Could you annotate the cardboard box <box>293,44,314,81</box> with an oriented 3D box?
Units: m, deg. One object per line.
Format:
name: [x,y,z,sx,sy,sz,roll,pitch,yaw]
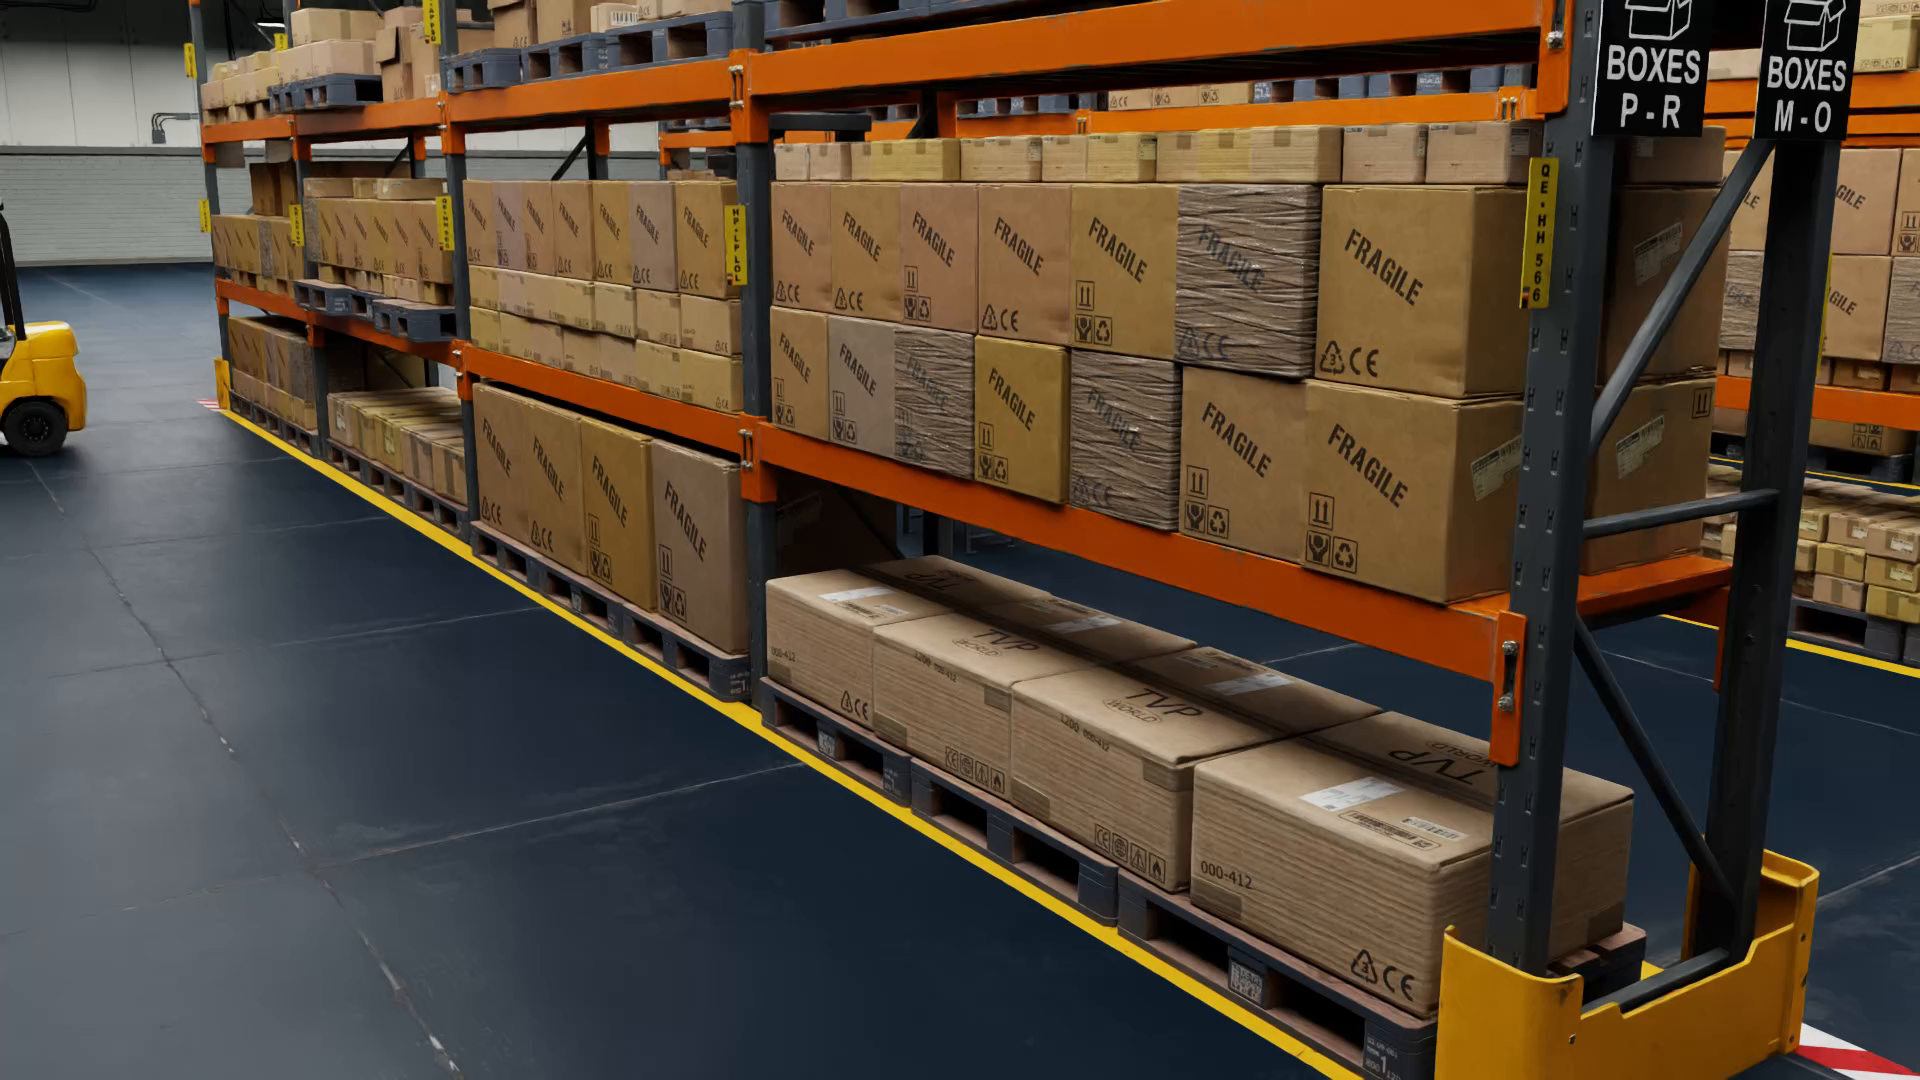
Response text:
cardboard box: [-4.643,-3.543,12.389,0.500,0.250,0.500,-8,15,-34]

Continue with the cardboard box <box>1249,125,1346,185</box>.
cardboard box: [0.995,-1.026,4.438,0.380,0.149,0.250,-8,15,-33]

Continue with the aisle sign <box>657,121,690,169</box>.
aisle sign: [-3.355,-4.750,19.475,0.394,0.787,0.004,-8,15,-33]

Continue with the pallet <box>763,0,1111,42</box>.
pallet: [-0.038,-2.040,6.354,1.003,0.211,1.213,-8,15,-33]

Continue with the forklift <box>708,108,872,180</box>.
forklift: [-1.402,-2.118,13.686,1.130,2.935,3.031,-5,13,-23]

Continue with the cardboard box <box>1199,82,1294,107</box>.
cardboard box: [2.025,-3.285,11.605,0.500,0.500,0.500,-8,15,-33]

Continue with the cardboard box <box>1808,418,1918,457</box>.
cardboard box: [7.396,-1.216,13.392,1.225,0.875,0.875,-8,15,-33]

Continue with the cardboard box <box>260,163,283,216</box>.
cardboard box: [-6.392,-3.425,16.233,0.700,0.500,0.500,-8,15,-32]

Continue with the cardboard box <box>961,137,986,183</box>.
cardboard box: [0.226,-1.311,5.741,0.380,0.149,0.250,-8,15,-33]

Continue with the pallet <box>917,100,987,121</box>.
pallet: [0.343,-3.760,14.453,1.003,0.211,1.213,-7,14,-30]

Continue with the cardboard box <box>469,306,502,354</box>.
cardboard box: [-2.637,-1.286,10.071,0.500,0.250,0.500,-8,15,-34]

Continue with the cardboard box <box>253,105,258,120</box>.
cardboard box: [-6.121,-3.836,14.949,0.380,0.149,0.250,-8,15,-33]

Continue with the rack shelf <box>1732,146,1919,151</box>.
rack shelf: [12.692,-5.290,22.695,1.077,0.370,4.000,-8,15,-33]

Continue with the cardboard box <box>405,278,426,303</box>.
cardboard box: [-3.462,-1.667,11.070,0.380,0.149,0.250,-8,15,-33]

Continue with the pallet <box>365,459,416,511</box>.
pallet: [-3.802,-0.470,12.515,1.003,0.211,1.213,-8,15,-33]

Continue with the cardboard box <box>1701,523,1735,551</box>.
cardboard box: [4.177,-0.050,9.064,0.380,0.149,0.250,-7,14,-30]

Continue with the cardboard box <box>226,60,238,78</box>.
cardboard box: [-6.493,-4.306,15.233,0.380,0.149,0.250,-8,14,-31]

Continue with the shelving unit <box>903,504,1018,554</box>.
shelving unit: [-0.004,-0.734,10.707,0.431,1.500,0.755,-8,15,-33]

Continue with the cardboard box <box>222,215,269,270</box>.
cardboard box: [-6.810,-2.884,16.098,0.500,0.500,0.500,-8,14,-31]

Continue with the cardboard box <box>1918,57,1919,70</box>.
cardboard box: [4.774,-2.278,7.589,0.500,0.250,0.500,-7,14,-30]

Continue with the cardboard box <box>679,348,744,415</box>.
cardboard box: [-0.941,-0.741,7.581,0.500,0.250,0.500,-9,15,-34]

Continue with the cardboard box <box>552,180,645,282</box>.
cardboard box: [-1.795,-1.625,8.699,0.500,0.500,0.500,-8,15,-32]

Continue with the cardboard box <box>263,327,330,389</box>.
cardboard box: [-6.033,-1.670,15.174,0.500,0.500,0.500,-7,14,-30]

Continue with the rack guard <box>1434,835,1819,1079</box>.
rack guard: [1.747,1.172,4.331,1.175,0.500,0.348,-8,15,-33]

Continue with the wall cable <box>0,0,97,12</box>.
wall cable: [-23.950,-14.885,42.666,3.097,2.526,0.112,-8,15,-33]

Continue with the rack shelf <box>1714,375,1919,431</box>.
rack shelf: [4.691,-0.661,8.548,1.077,0.370,4.000,-8,15,-33]

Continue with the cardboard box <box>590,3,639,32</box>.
cardboard box: [-1.655,-2.639,8.453,0.380,0.166,0.250,-7,14,-28]

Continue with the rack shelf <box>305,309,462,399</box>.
rack shelf: [-3.807,-1.480,12.293,1.077,0.370,4.000,-8,15,-33]

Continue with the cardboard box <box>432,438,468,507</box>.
cardboard box: [-3.003,-0.499,11.290,0.950,0.372,0.625,-9,15,-37]

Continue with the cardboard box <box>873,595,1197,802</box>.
cardboard box: [0.273,0.566,6.269,0.875,0.438,0.875,-9,15,-34]

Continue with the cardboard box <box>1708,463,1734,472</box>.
cardboard box: [4.315,-0.355,9.761,0.380,0.149,0.250,-8,15,-33]

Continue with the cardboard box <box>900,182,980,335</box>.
cardboard box: [0.129,-1.005,5.864,0.500,0.500,0.500,-8,15,-32]

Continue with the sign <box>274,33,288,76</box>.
sign: [-5.362,-3.840,13.167,0.100,0.325,0.005,-8,15,-33]

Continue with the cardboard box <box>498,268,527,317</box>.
cardboard box: [-2.338,-1.435,9.585,0.500,0.250,0.500,-8,15,-31]

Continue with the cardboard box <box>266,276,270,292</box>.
cardboard box: [-6.029,-2.315,15.014,0.380,0.149,0.250,-8,15,-34]

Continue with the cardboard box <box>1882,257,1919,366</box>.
cardboard box: [4.766,-1.082,7.857,0.500,0.500,0.500,-8,15,-33]

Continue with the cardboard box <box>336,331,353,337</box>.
cardboard box: [-5.323,-1.646,15.066,0.500,0.500,0.500,-7,14,-30]

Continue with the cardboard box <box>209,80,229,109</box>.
cardboard box: [-6.803,-4.224,15.791,0.500,0.250,0.500,-8,15,-34]

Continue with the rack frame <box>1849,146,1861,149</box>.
rack frame: [9.675,-3.235,18.634,1.000,3.000,0.127,-8,15,-33]

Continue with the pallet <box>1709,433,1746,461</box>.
pallet: [6.597,-0.921,14.578,1.003,0.211,1.213,-8,15,-33]

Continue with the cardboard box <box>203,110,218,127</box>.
cardboard box: [-7.217,-4.144,16.356,0.380,0.149,0.250,-8,15,-33]

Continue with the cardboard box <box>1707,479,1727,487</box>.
cardboard box: [4.049,-0.247,9.267,0.380,0.149,0.250,-9,15,-34]

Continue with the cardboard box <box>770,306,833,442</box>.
cardboard box: [-0.440,-0.699,6.802,0.500,0.500,0.500,-8,14,-31]

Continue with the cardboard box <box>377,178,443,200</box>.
cardboard box: [-3.840,-2.450,11.611,0.380,0.149,0.250,-9,15,-35]

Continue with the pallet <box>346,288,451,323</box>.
pallet: [-3.829,-1.729,12.198,1.003,0.211,1.213,-8,15,-33]

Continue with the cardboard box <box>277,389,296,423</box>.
cardboard box: [-5.769,-1.216,14.854,0.500,0.250,0.500,-9,15,-34]

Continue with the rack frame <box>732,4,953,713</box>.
rack frame: [-0.482,-0.765,7.336,1.000,3.000,0.127,-8,15,-33]

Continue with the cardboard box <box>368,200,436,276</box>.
cardboard box: [-3.758,-2.103,11.546,0.500,0.500,0.500,-9,15,-37]

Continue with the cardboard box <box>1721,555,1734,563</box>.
cardboard box: [4.269,0.148,8.854,0.380,0.149,0.250,-9,15,-34]

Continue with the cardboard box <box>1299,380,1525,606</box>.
cardboard box: [1.246,-0.156,4.322,0.500,0.500,0.500,-8,15,-32]

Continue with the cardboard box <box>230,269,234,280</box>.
cardboard box: [-7.115,-2.691,16.734,0.380,0.149,0.250,-8,15,-33]

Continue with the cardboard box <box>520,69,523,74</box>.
cardboard box: [-2.873,-2.997,10.839,0.396,0.266,0.258,-8,15,-33]

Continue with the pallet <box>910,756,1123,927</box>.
pallet: [0.554,0.959,5.980,1.003,0.211,1.213,-8,15,-33]

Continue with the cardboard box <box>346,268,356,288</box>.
cardboard box: [-4.412,-1.997,12.575,0.380,0.149,0.250,-8,15,-32]

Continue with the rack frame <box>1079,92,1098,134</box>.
rack frame: [1.366,-2.080,13.351,1.000,3.000,0.127,-8,15,-33]
